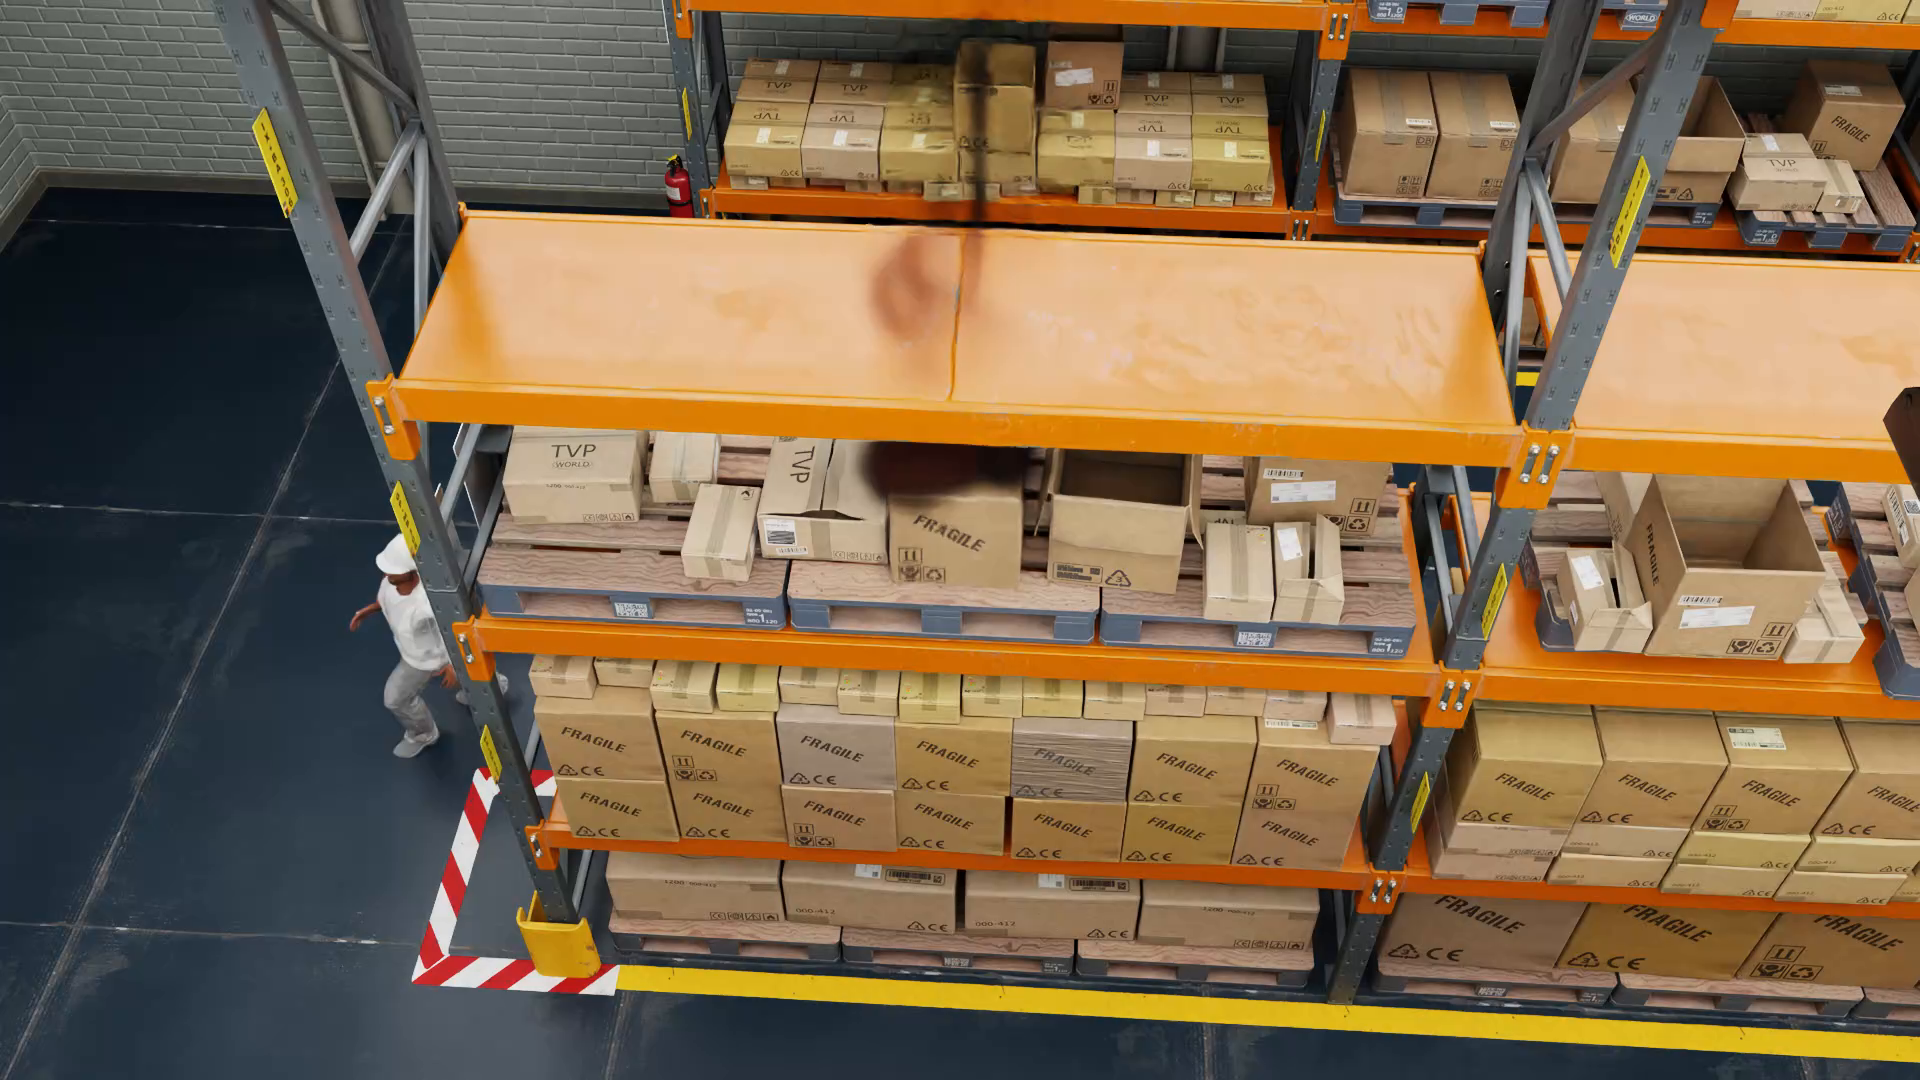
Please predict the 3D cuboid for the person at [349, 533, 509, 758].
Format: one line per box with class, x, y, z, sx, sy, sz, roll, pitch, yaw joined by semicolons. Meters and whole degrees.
person;-2.914;0.595;9.054;0.740;1.782;0.757;-21;51;-18
